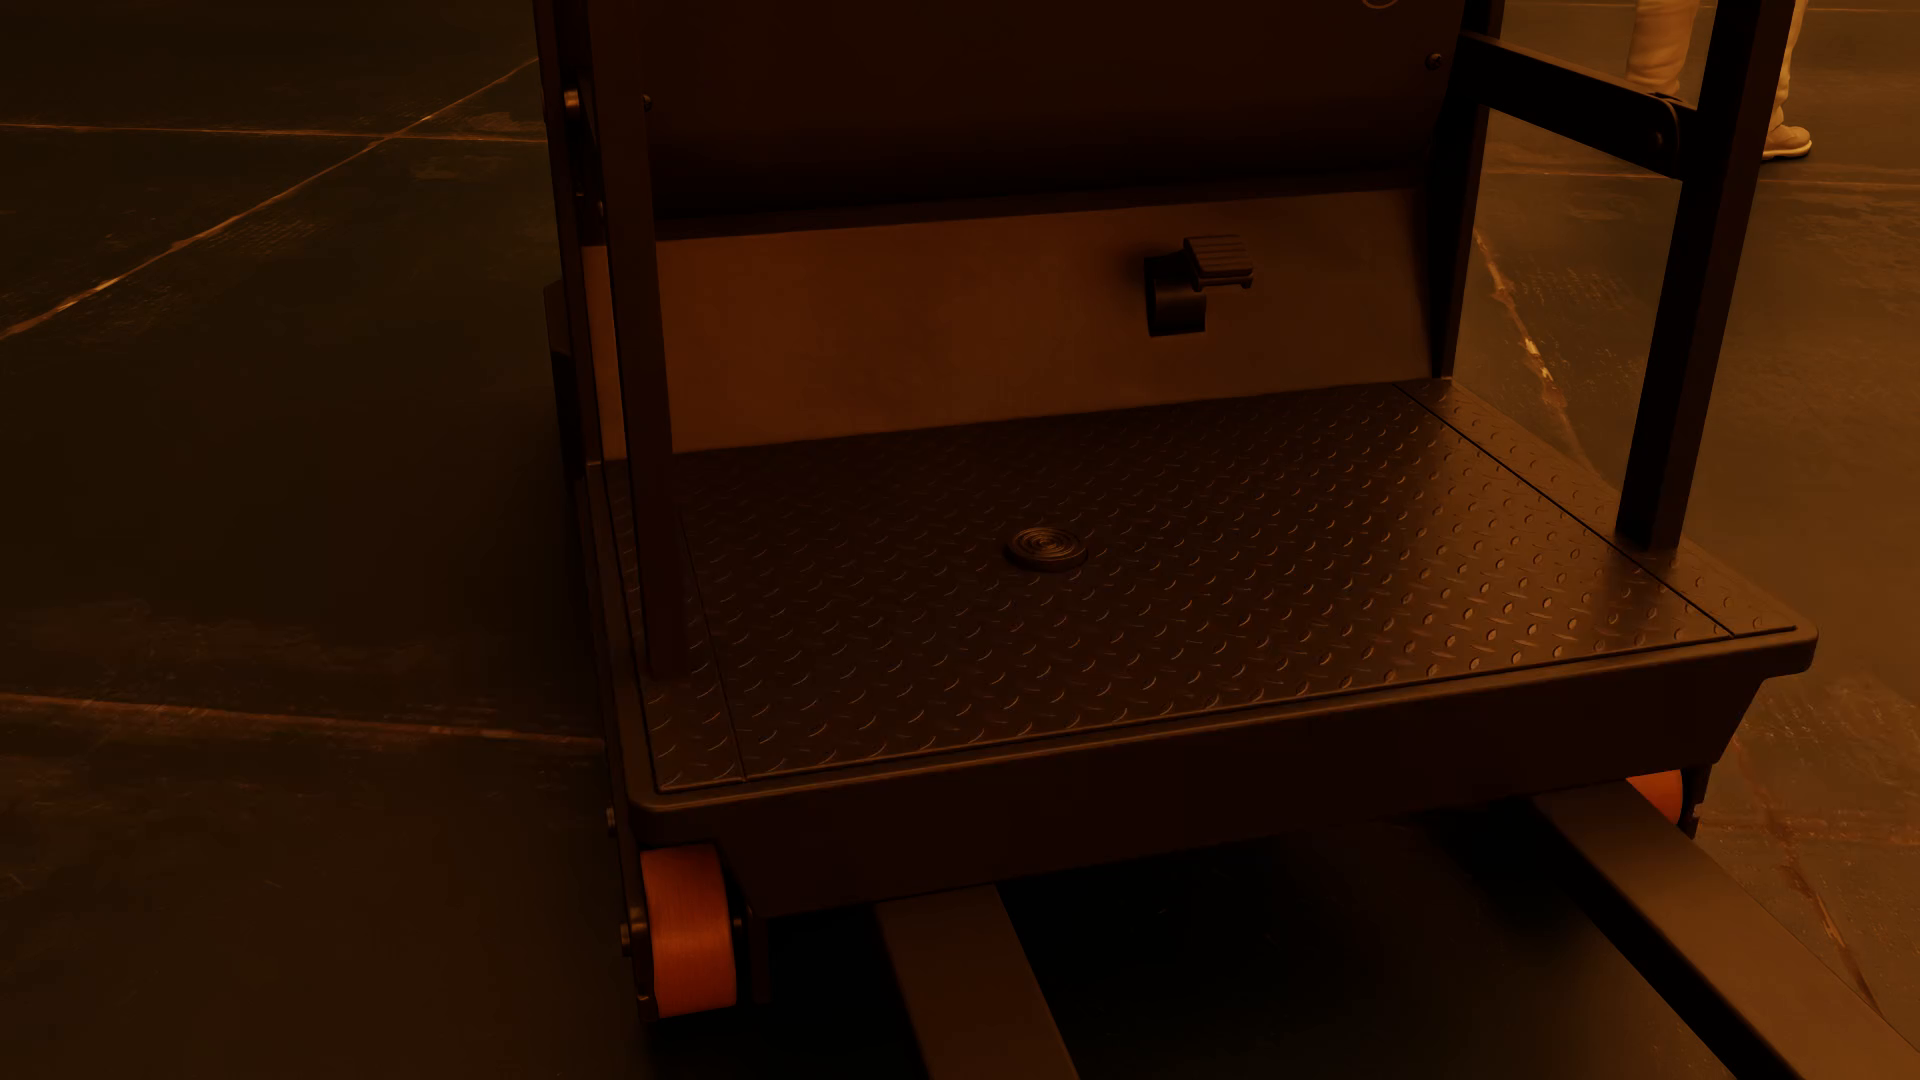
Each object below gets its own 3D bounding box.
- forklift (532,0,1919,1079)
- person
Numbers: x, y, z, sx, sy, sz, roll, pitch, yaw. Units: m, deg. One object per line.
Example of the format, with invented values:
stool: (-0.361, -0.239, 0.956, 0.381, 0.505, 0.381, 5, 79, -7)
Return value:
forklift: (0.153, -1.049, 1.319, 1.130, 2.935, 3.031, -7, 27, -13)
person: (2.067, -1.903, 4.354, 0.595, 1.748, 0.433, 20, 33, 35)
